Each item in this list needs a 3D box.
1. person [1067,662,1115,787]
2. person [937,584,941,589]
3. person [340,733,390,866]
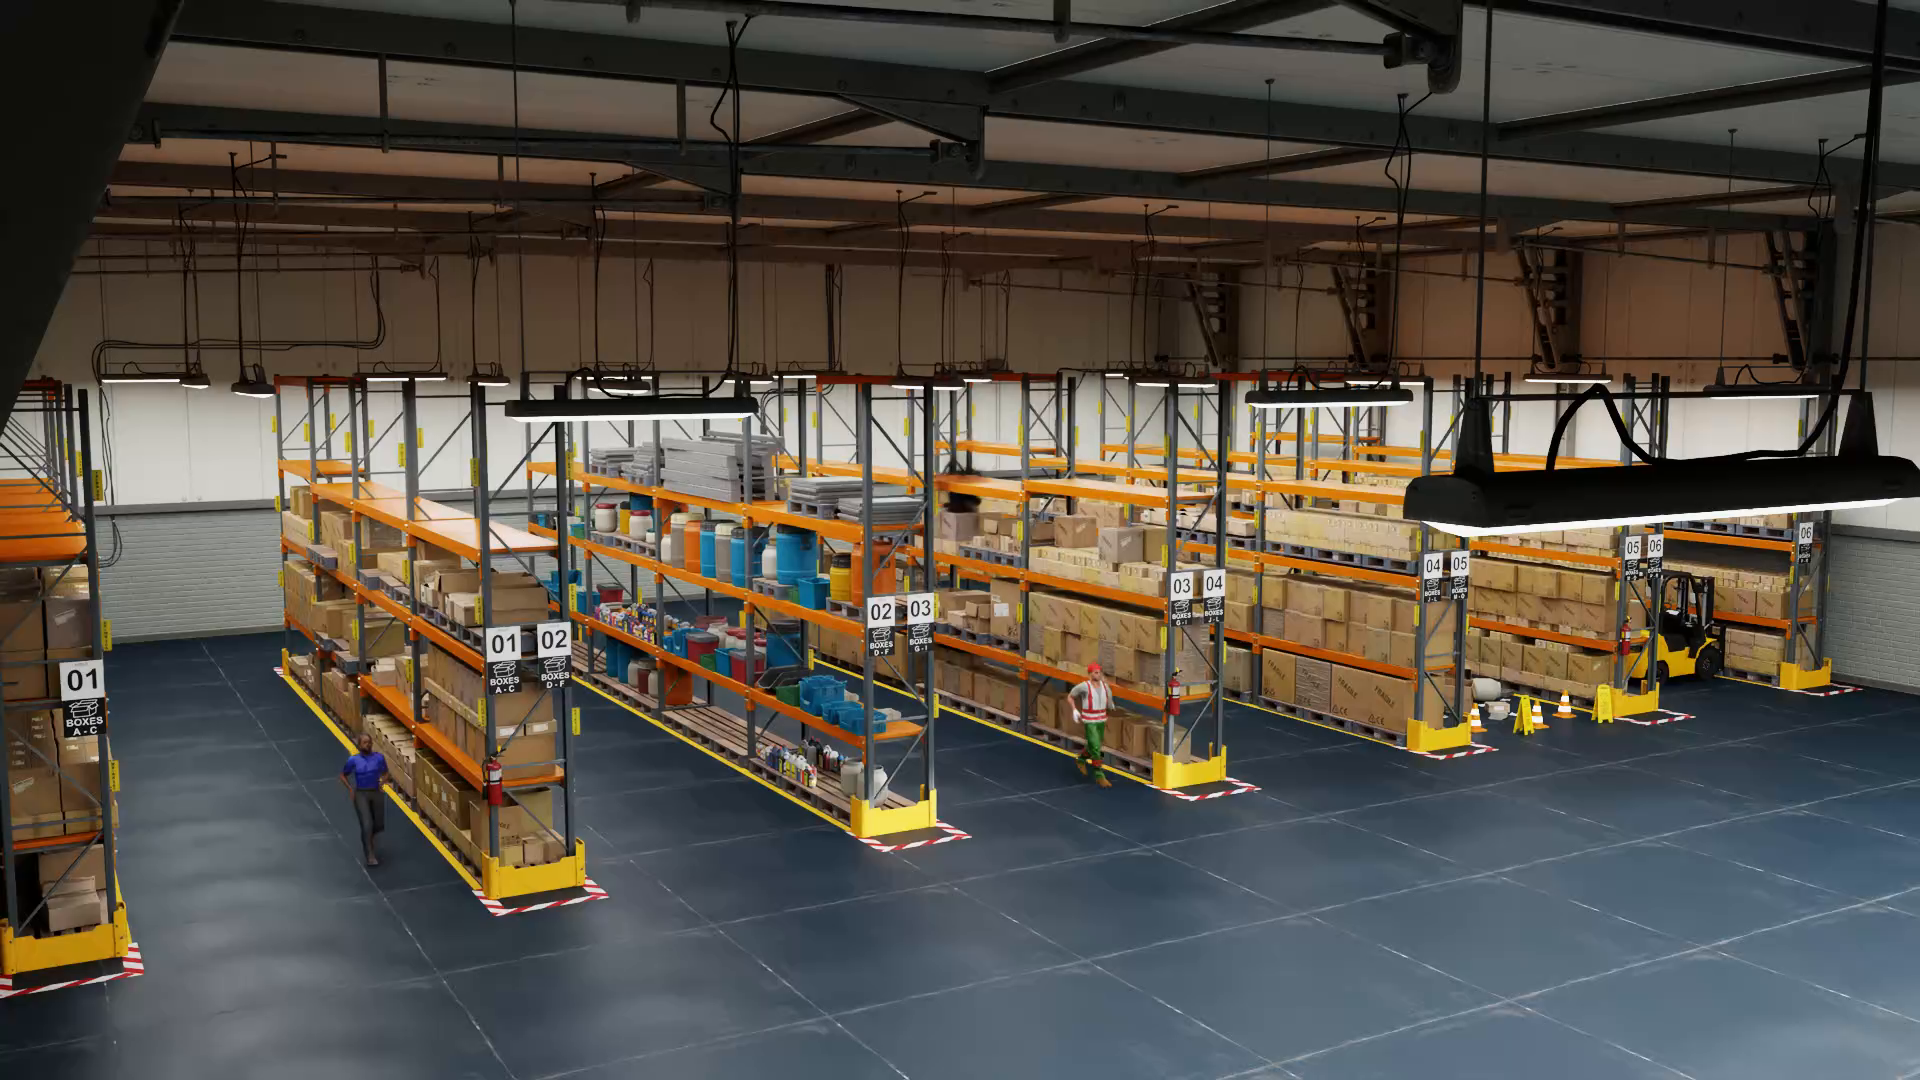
[{"bbox_3d":[1.990,2.705,24.747,0.668,1.781,0.971,-4,7,-33],"label":"person"},{"bbox_3d":[-0.478,1.738,34.751,0.560,1.653,0.996,-3,7,-27],"label":"person"},{"bbox_3d":[-7.486,3.237,20.974,0.584,1.613,0.739,-4,7,-31],"label":"person"}]
